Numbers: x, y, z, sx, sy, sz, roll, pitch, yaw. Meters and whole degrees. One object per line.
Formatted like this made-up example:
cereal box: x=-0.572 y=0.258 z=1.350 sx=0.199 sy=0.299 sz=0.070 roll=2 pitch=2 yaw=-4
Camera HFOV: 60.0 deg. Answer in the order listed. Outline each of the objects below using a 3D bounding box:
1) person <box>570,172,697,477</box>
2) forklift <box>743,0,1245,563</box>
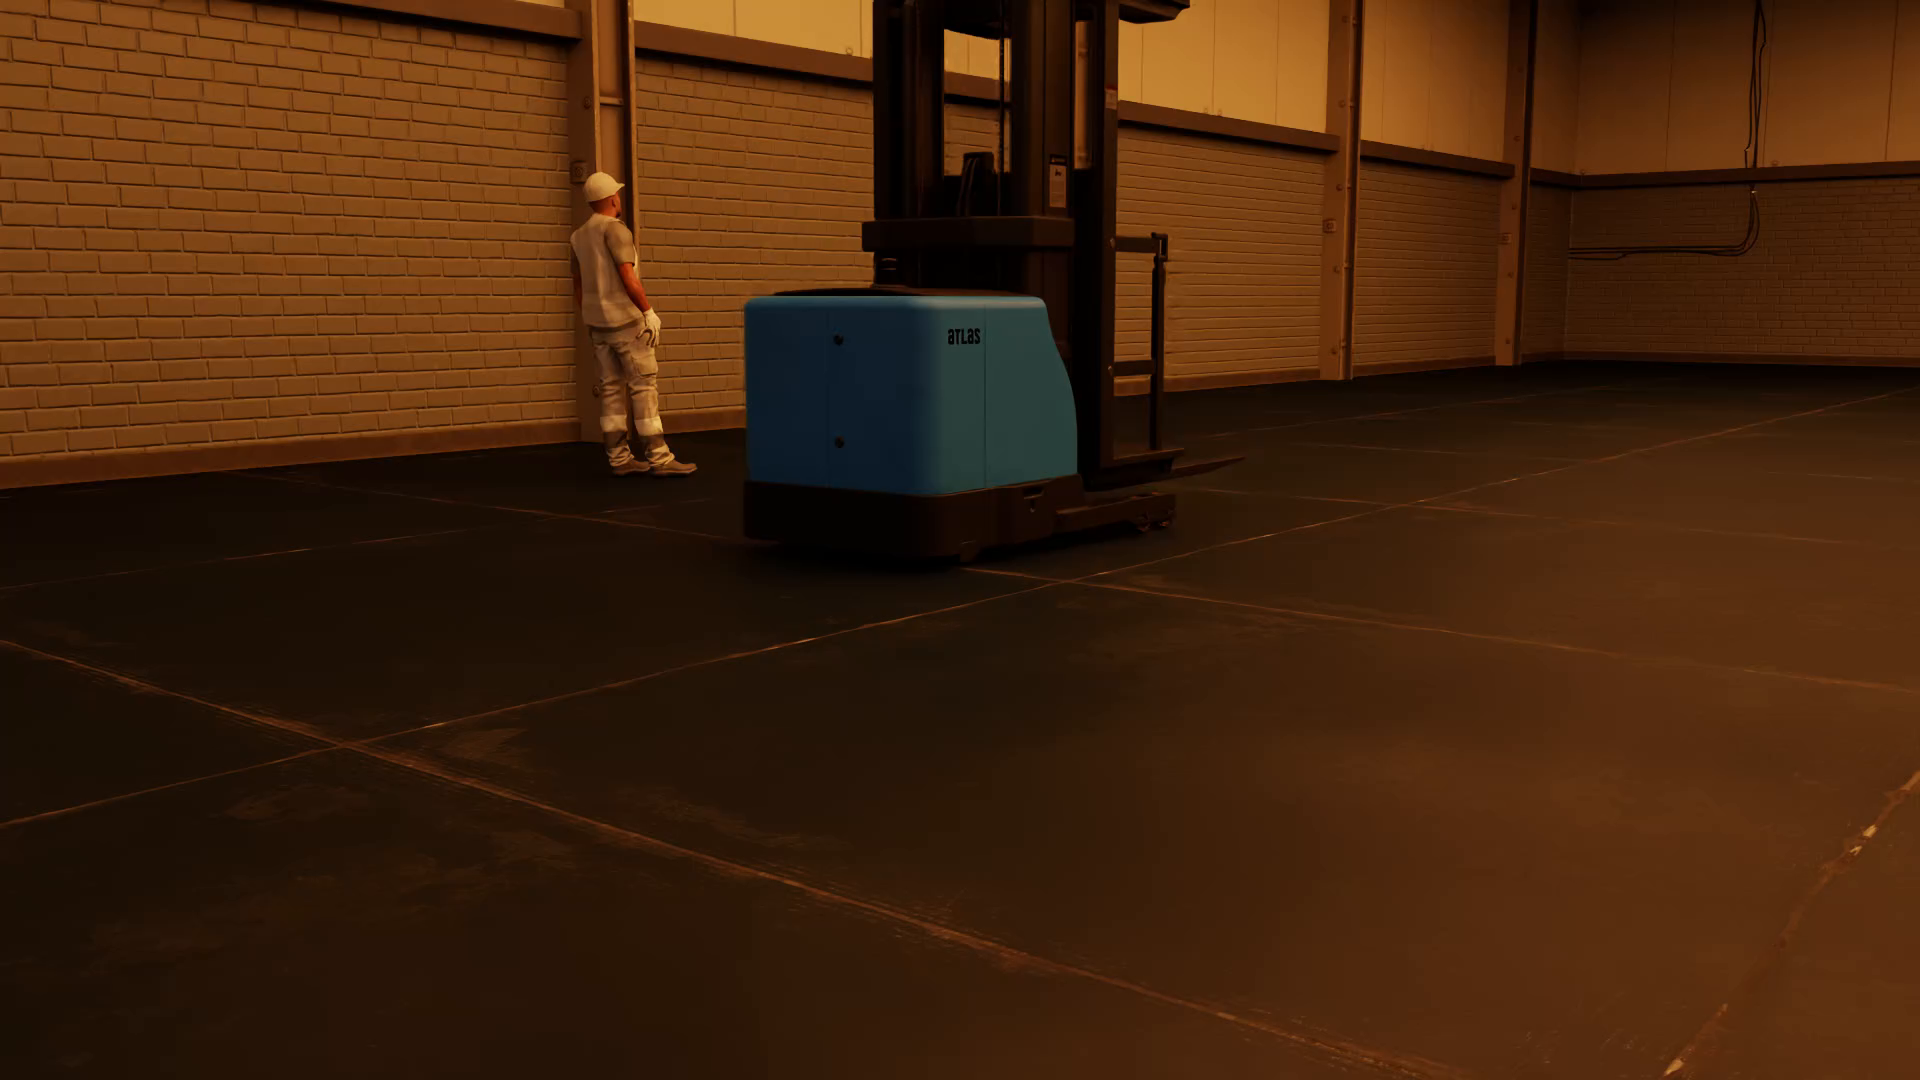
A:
person: x=-1.978 y=-1.281 z=9.930 sx=0.637 sy=1.786 sz=0.566 roll=8 pitch=11 yaw=42
forklift: x=0.363 y=-1.526 z=7.714 sx=1.130 sy=2.935 sz=3.031 roll=6 pitch=10 yaw=36
